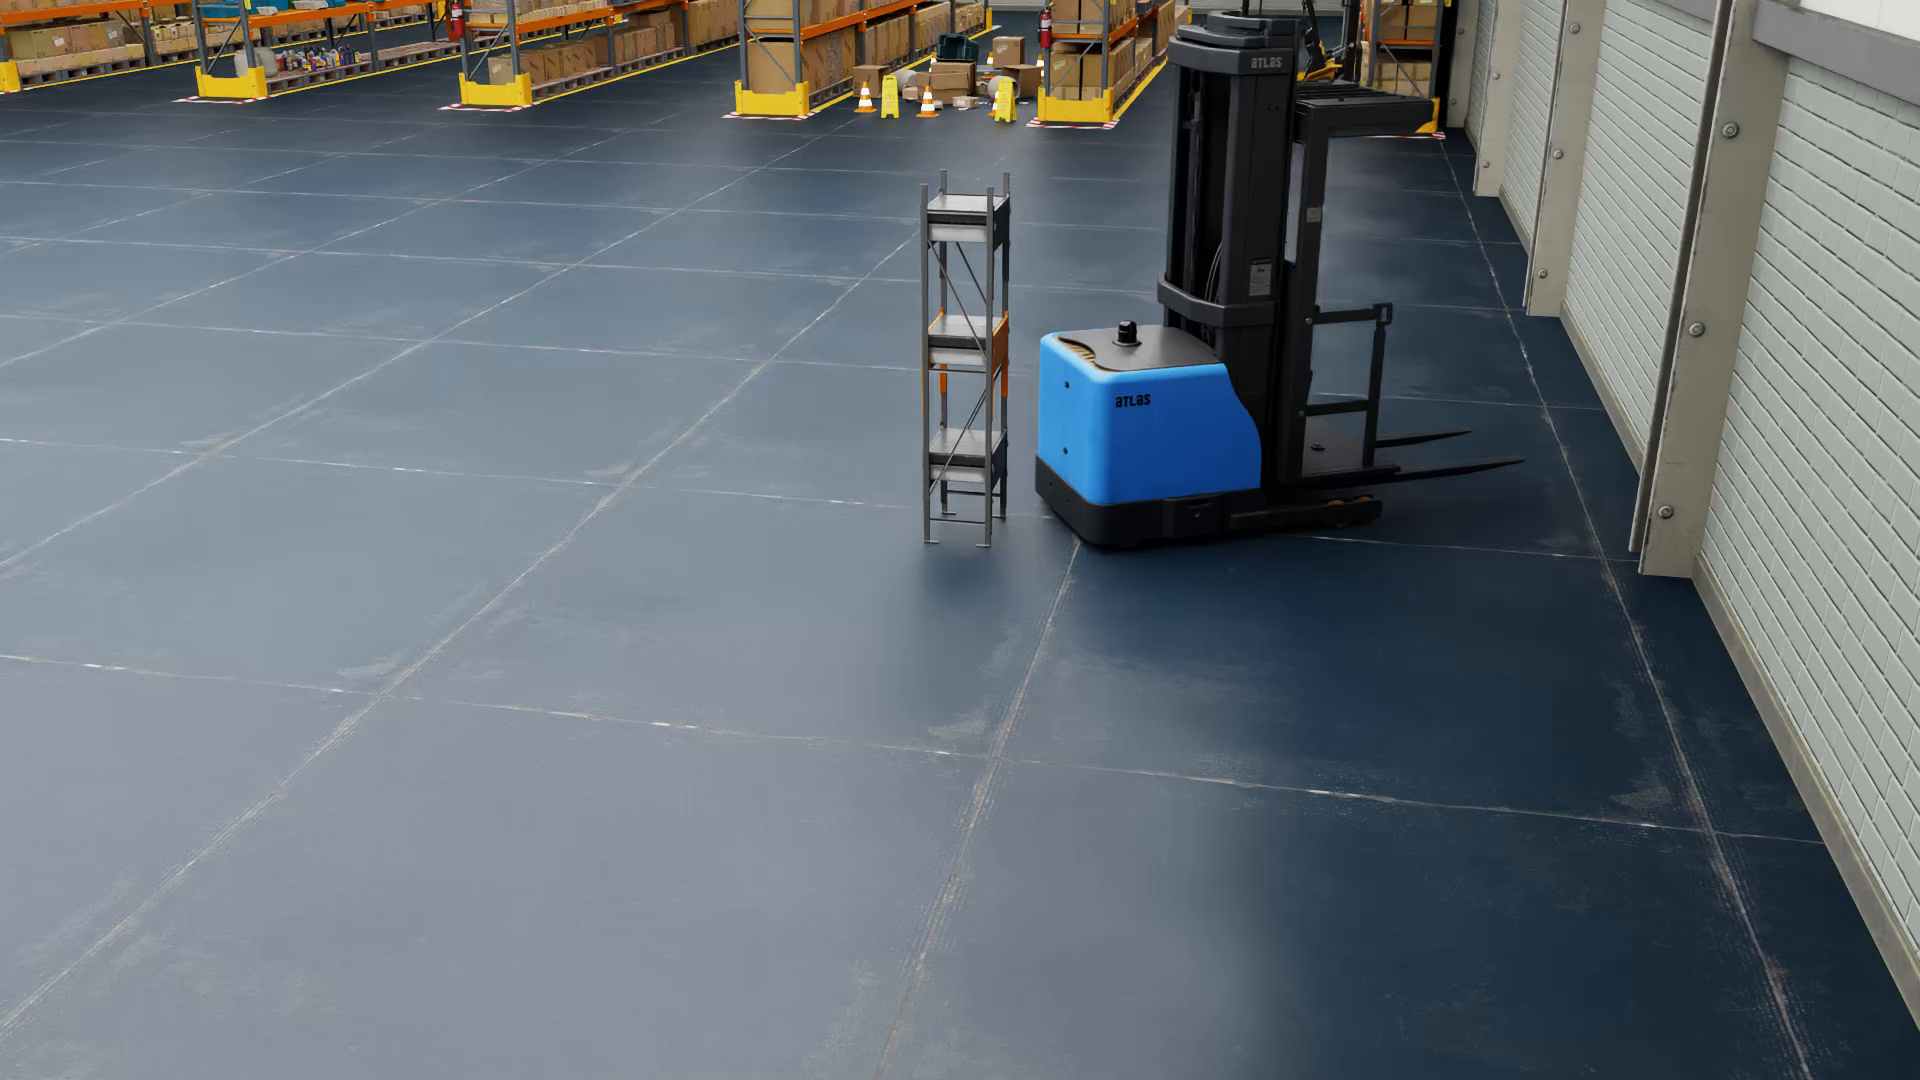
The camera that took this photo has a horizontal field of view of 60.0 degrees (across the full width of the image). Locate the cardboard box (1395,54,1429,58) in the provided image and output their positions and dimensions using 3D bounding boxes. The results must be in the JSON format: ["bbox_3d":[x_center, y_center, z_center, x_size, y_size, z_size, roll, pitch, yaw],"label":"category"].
[{"bbox_3d":[7.167,-7.567,26.406,0.500,0.250,0.500,4,22,11],"label":"cardboard box"}]

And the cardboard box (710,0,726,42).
[{"bbox_3d":[-5.905,-11.501,36.677,1.225,0.875,0.875,5,22,11],"label":"cardboard box"}]

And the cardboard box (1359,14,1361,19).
[{"bbox_3d":[8.788,-11.271,35.740,0.380,0.149,0.250,6,23,13],"label":"cardboard box"}]

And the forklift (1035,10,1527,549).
[{"bbox_3d":[2.046,-1.613,9.936,3.031,2.935,1.130,-7,23,-16],"label":"forklift"}]

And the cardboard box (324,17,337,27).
[{"bbox_3d":[-15.169,-12.414,39.418,0.500,0.500,0.500,5,22,12],"label":"cardboard box"}]

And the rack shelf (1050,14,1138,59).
[{"bbox_3d":[2.221,-8.432,27.738,1.077,0.370,4.000,4,22,11],"label":"rack shelf"}]

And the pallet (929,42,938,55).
[{"bbox_3d":[-1.009,-10.737,36.232,1.003,0.211,1.213,4,22,11],"label":"pallet"}]

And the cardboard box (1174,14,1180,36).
[{"bbox_3d":[4.495,-11.651,37.634,0.875,0.438,0.875,4,22,10],"label":"cardboard box"}]

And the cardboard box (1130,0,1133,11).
[{"bbox_3d":[2.684,-9.311,28.426,0.500,0.500,0.500,5,23,13],"label":"cardboard box"}]

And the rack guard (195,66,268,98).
[{"bbox_3d":[-12.768,-8.039,29.145,1.175,0.500,0.348,4,22,11],"label":"rack guard"}]

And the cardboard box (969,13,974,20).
[{"bbox_3d":[0.115,-12.549,39.853,0.380,0.149,0.250,6,23,14],"label":"cardboard box"}]

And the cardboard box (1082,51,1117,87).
[{"bbox_3d":[2.253,-7.584,26.784,0.500,0.500,0.500,4,22,9],"label":"cardboard box"}]

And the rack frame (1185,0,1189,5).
[{"bbox_3d":[5.078,-13.886,40.316,1.000,3.000,0.127,4,22,11],"label":"rack frame"}]

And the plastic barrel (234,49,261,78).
[{"bbox_3d":[-12.678,-8.454,29.599,0.421,0.512,0.421,0,22,0],"label":"plastic barrel"}]

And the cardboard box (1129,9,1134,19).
[{"bbox_3d":[2.818,-9.148,28.889,0.380,0.149,0.250,5,22,12],"label":"cardboard box"}]

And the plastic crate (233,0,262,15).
[{"bbox_3d":[-12.790,-9.541,29.728,0.499,0.251,0.408,4,22,11],"label":"plastic crate"}]

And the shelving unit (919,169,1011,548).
[{"bbox_3d":[0.034,-1.035,9.612,0.431,2.100,0.503,4,22,11],"label":"shelving unit"}]

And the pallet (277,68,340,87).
[{"bbox_3d":[-12.345,-8.647,31.040,1.003,0.211,1.213,4,22,11],"label":"pallet"}]

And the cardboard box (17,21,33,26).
[{"bbox_3d":[-21.118,-11.446,37.015,0.700,0.500,0.500,4,22,11],"label":"cardboard box"}]

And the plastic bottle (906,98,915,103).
[{"bbox_3d":[-0.857,-7.540,28.494,0.133,0.061,0.283,-3,22,-8],"label":"plastic bottle"}]

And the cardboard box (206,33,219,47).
[{"bbox_3d":[-16.131,-10.619,35.325,0.500,0.250,0.500,5,22,12],"label":"cardboard box"}]

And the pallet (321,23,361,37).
[{"bbox_3d":[-15.266,-12.341,40.213,1.003,0.211,1.213,4,22,11],"label":"pallet"}]

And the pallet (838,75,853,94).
[{"bbox_3d":[-2.469,-8.272,30.110,1.003,0.211,1.213,4,22,11],"label":"pallet"}]

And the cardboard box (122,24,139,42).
[{"bbox_3d":[-16.967,-10.358,33.926,0.500,0.311,0.500,4,22,11],"label":"cardboard box"}]

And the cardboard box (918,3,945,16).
[{"bbox_3d":[-0.627,-11.668,36.589,0.500,0.250,0.500,6,23,13],"label":"cardboard box"}]

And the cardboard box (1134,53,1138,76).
[{"bbox_3d":[2.734,-8.665,30.309,0.950,0.372,0.625,5,22,12],"label":"cardboard box"}]

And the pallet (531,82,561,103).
[{"bbox_3d":[-7.672,-7.818,28.984,1.003,0.211,1.213,4,22,11],"label":"pallet"}]

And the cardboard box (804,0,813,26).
[{"bbox_3d":[-2.931,-8.786,27.453,0.875,0.550,0.550,4,22,11],"label":"cardboard box"}]

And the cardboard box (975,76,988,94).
[{"bbox_3d":[0.362,-8.094,29.597,0.258,0.266,0.396,-11,25,-26],"label":"cardboard box"}]

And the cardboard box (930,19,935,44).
[{"bbox_3d":[-0.828,-10.947,35.804,0.500,0.500,0.500,4,22,10],"label":"cardboard box"}]

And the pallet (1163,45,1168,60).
[{"bbox_3d":[3.931,-10.394,35.379,1.003,0.211,1.213,4,22,11],"label":"pallet"}]

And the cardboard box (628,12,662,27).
[{"bbox_3d":[-6.462,-10.666,34.074,0.500,0.250,0.500,7,23,17],"label":"cardboard box"}]

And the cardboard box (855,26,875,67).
[{"bbox_3d":[-2.199,-9.223,31.187,1.050,0.750,0.750,4,22,11],"label":"cardboard box"}]

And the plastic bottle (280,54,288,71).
[{"bbox_3d":[-12.609,-8.898,30.980,0.061,0.283,0.133,4,22,11],"label":"plastic bottle"}]

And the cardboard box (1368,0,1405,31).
[{"bbox_3d":[6.736,-8.280,26.264,0.500,0.500,0.500,4,22,10],"label":"cardboard box"}]

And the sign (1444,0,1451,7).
[{"bbox_3d":[7.215,-8.051,24.564,0.100,0.325,0.005,4,22,11],"label":"sign"}]

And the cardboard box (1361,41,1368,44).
[{"bbox_3d":[7.083,-8.350,28.352,0.500,0.250,0.500,4,22,10],"label":"cardboard box"}]

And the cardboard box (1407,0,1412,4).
[{"bbox_3d":[6.984,-8.204,25.206,0.380,0.149,0.250,4,22,11],"label":"cardboard box"}]

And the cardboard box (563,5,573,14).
[{"bbox_3d":[-7.149,-9.487,29.732,0.380,0.149,0.250,4,22,11],"label":"cardboard box"}]

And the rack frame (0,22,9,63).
[{"bbox_3d":[-17.585,-9.546,29.541,1.000,3.000,0.127,4,22,11],"label":"rack frame"}]

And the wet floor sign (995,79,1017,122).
[{"bbox_3d":[0.727,-6.954,26.257,0.267,0.644,0.232,13,25,29],"label":"wet floor sign"}]

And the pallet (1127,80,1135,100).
[{"bbox_3d":[2.527,-7.955,29.324,1.003,0.211,1.213,4,22,11],"label":"pallet"}]

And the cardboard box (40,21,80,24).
[{"bbox_3d":[-17.374,-9.765,32.199,0.500,0.500,0.500,4,22,11],"label":"cardboard box"}]

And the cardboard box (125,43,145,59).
[{"bbox_3d":[-16.650,-9.742,33.146,0.500,0.250,0.500,4,22,11],"label":"cardboard box"}]

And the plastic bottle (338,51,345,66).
[{"bbox_3d":[-11.802,-9.184,31.688,0.061,0.283,0.133,6,23,14],"label":"plastic bottle"}]

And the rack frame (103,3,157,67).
[{"bbox_3d":[-16.769,-11.009,33.174,1.000,3.000,0.127,4,22,11],"label":"rack frame"}]

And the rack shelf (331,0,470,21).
[{"bbox_3d":[-11.513,-11.028,34.183,1.077,0.370,4.000,4,22,11],"label":"rack shelf"}]

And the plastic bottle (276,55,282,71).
[{"bbox_3d":[-12.713,-8.903,31.001,0.152,0.276,0.135,5,22,11],"label":"plastic bottle"}]

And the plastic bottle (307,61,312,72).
[{"bbox_3d":[-12.041,-8.750,30.722,0.097,0.201,0.097,0,22,0],"label":"plastic bottle"}]

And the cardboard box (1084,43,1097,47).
[{"bbox_3d":[2.039,-8.183,28.271,0.500,0.500,0.500,6,23,14],"label":"cardboard box"}]

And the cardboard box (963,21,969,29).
[{"bbox_3d":[0.009,-12.222,39.439,0.380,0.149,0.250,4,22,9],"label":"cardboard box"}]

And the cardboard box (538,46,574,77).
[{"bbox_3d":[-7.352,-8.701,30.228,0.500,0.500,0.500,2,22,6],"label":"cardboard box"}]
